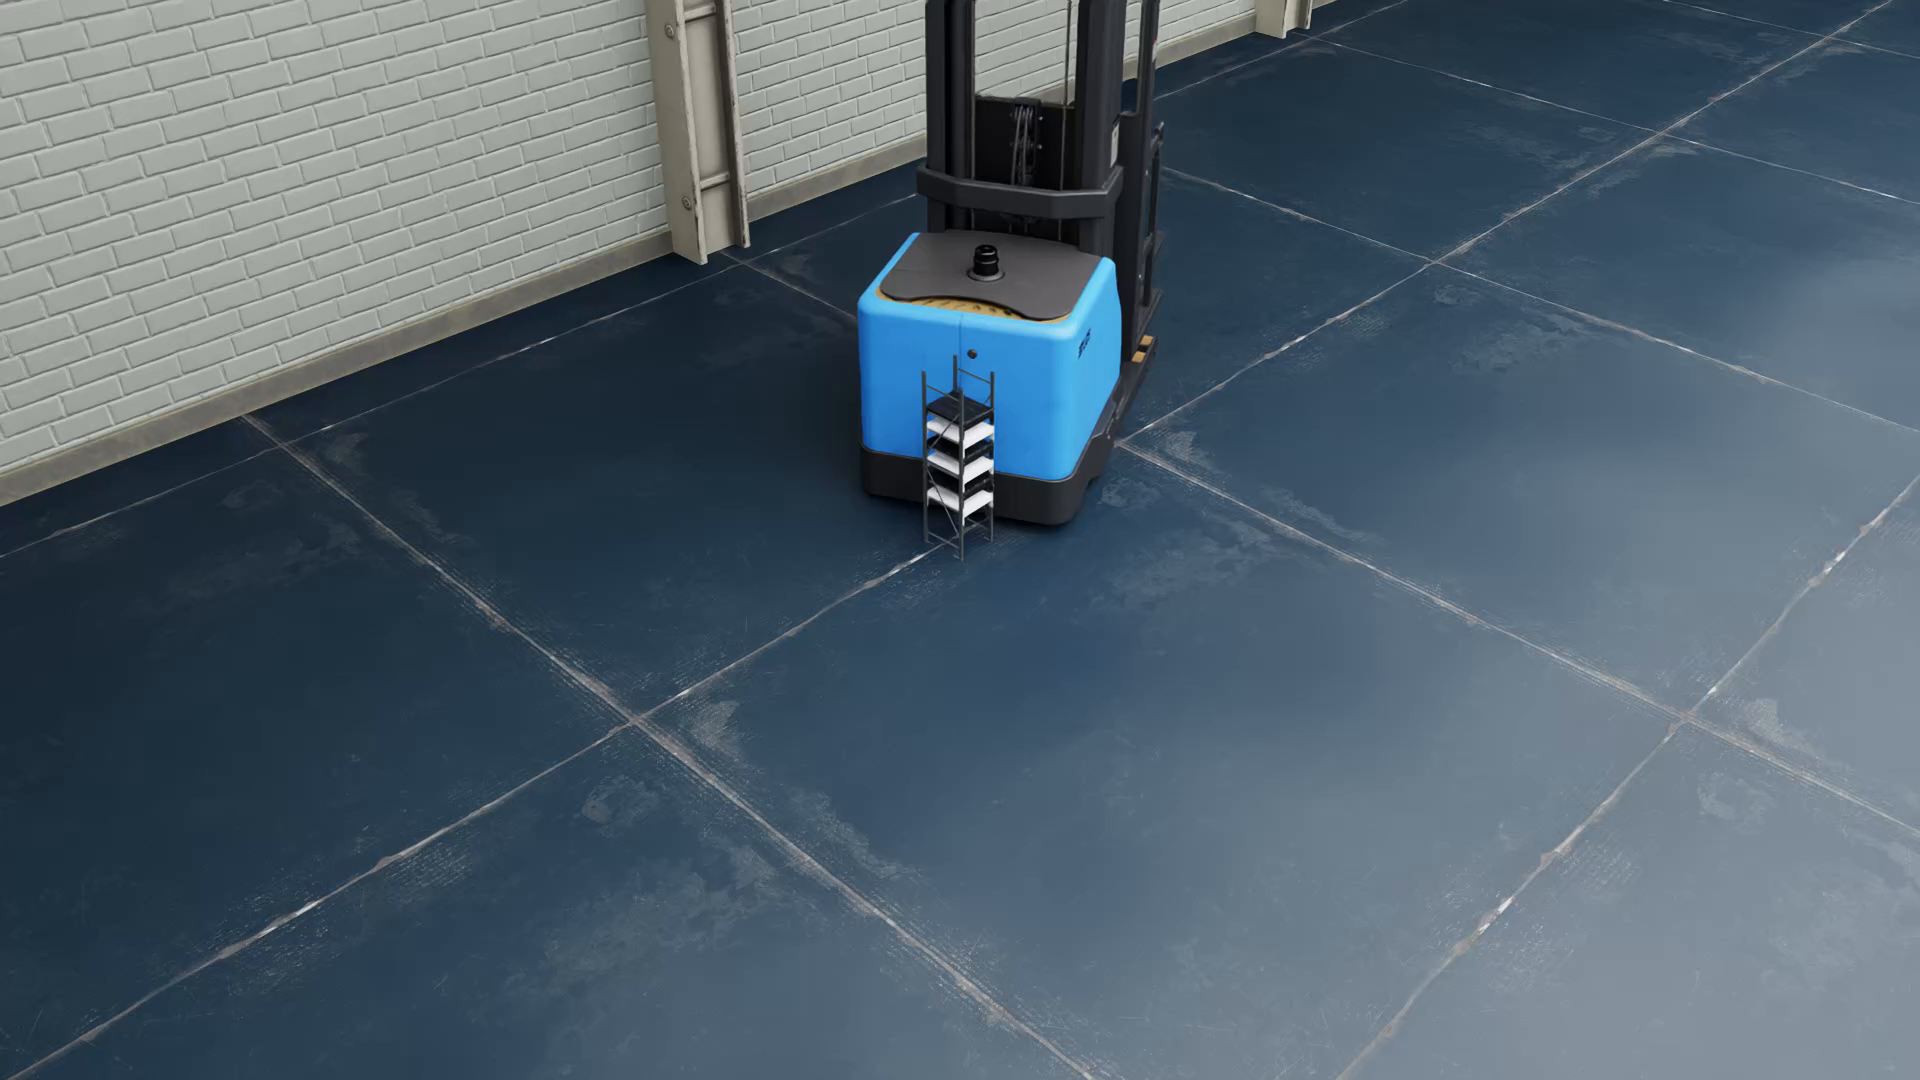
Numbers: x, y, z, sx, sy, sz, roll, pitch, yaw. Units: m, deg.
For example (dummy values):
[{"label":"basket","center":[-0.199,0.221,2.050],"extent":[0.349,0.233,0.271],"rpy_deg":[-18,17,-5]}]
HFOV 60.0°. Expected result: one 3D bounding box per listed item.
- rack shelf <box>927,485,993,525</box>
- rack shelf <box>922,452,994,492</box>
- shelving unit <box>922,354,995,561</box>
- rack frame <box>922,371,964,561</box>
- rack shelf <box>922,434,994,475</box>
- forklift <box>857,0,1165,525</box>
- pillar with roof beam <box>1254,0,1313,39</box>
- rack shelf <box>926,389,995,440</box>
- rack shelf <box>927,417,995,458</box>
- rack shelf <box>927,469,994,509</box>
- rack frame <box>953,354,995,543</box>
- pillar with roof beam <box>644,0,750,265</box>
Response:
[{"label":"rack shelf","center":[-0.009,-0.187,7.603],"extent":[0.258,0.077,0.200],"rpy_deg":[28,43,33]},{"label":"rack shelf","center":[-0.008,-0.334,7.500],"extent":[0.258,0.077,0.200],"rpy_deg":[28,43,33]},{"label":"shelving unit","center":[-0.008,-0.362,7.481],"extent":[0.258,0.900,0.210],"rpy_deg":[28,43,33]},{"label":"rack frame","center":[-0.077,-0.318,7.419],"extent":[0.240,0.900,0.006],"rpy_deg":[28,43,33]},{"label":"rack shelf","center":[-0.008,-0.408,7.449],"extent":[0.258,0.077,0.200],"rpy_deg":[28,43,33]},{"label":"forklift","center":[0.454,-2.113,8.218],"extent":[1.130,2.935,3.031],"rpy_deg":[10,36,14]},{"label":"pillar with roof beam","center":[5.729,-6.214,8.794],"extent":[9.100,9.000,0.400],"rpy_deg":[30,45,35]},{"label":"rack shelf","center":[-0.008,-0.556,7.346],"extent":[0.258,0.077,0.200],"rpy_deg":[28,43,33]},{"label":"rack shelf","center":[-0.008,-0.482,7.397],"extent":[0.258,0.077,0.200],"rpy_deg":[28,43,33]},{"label":"rack shelf","center":[-0.008,-0.260,7.552],"extent":[0.258,0.077,0.200],"rpy_deg":[28,43,33]},{"label":"rack frame","center":[0.060,-0.405,7.543],"extent":[0.240,0.900,0.006],"rpy_deg":[28,43,33]},{"label":"pillar with roof beam","center":[1.502,-3.778,5.301],"extent":[9.100,9.000,0.400],"rpy_deg":[30,45,35]}]
